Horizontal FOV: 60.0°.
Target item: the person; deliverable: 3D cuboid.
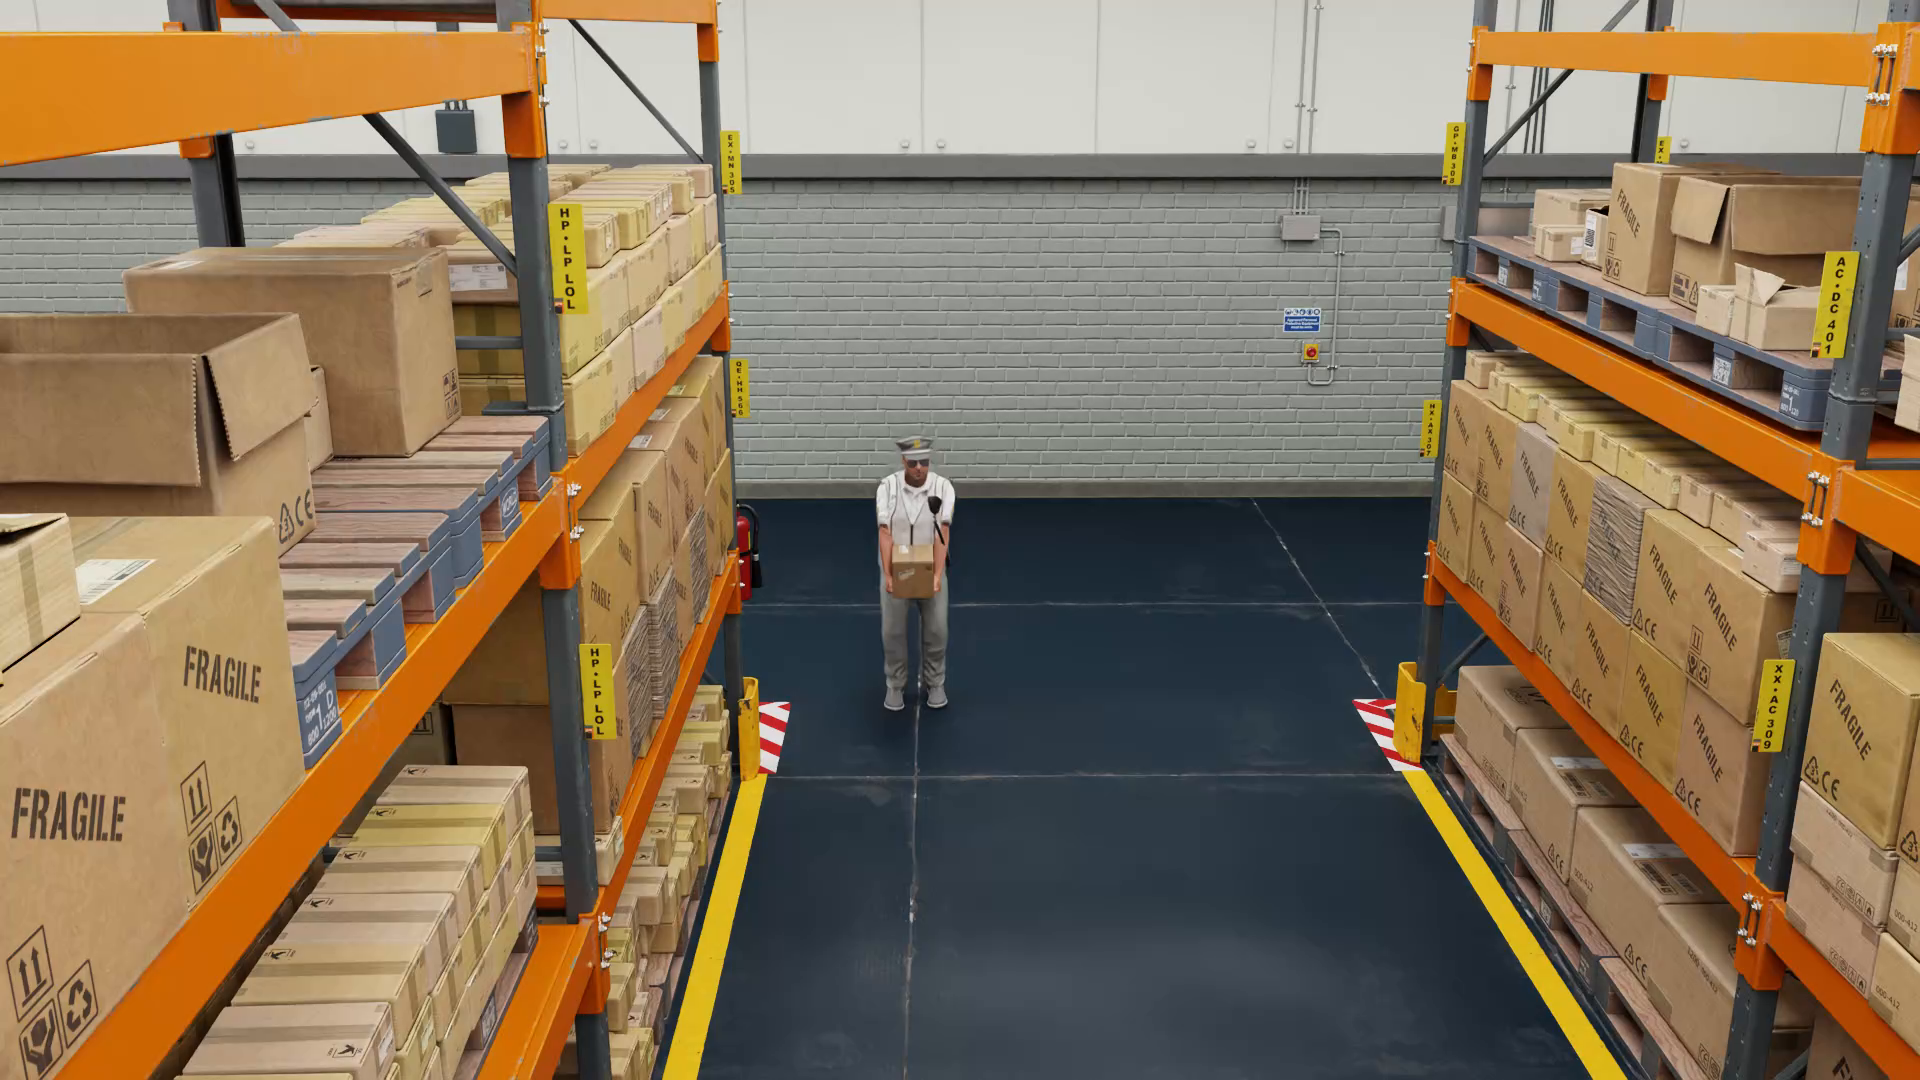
[{"bbox_3d":[-0.275,0.203,10.373,0.489,1.759,0.581,-1,17,-2],"label":"person"}]
